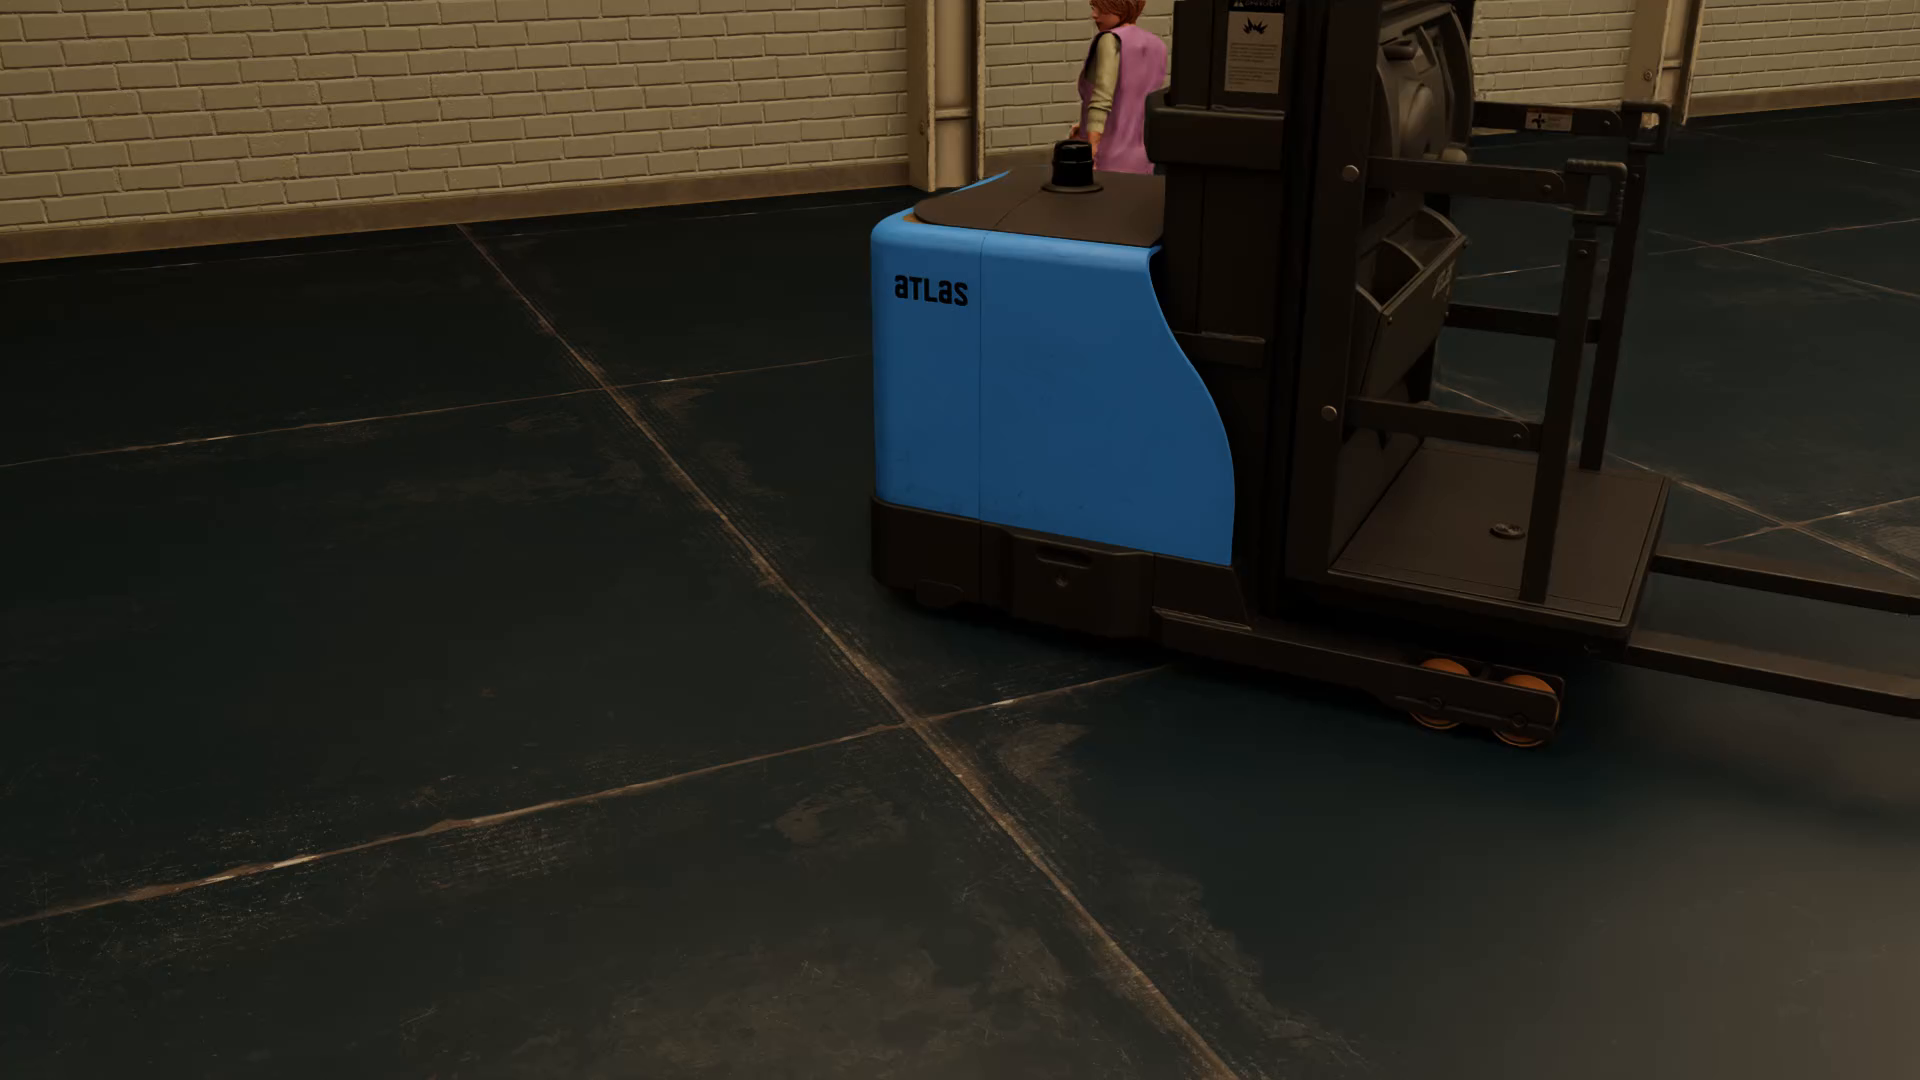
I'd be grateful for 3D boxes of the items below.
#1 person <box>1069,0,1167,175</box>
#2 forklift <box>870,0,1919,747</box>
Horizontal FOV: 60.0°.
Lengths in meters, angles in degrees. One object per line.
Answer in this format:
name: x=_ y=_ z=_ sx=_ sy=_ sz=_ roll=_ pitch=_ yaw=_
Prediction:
person: x=0.617 y=-1.451 z=6.662 sx=0.505 sy=1.586 sz=0.693 roll=-8 pitch=24 yaw=-19
forklift: x=1.304 y=-1.097 z=3.927 sx=3.031 sy=2.935 sz=1.130 roll=11 pitch=25 yaw=24
